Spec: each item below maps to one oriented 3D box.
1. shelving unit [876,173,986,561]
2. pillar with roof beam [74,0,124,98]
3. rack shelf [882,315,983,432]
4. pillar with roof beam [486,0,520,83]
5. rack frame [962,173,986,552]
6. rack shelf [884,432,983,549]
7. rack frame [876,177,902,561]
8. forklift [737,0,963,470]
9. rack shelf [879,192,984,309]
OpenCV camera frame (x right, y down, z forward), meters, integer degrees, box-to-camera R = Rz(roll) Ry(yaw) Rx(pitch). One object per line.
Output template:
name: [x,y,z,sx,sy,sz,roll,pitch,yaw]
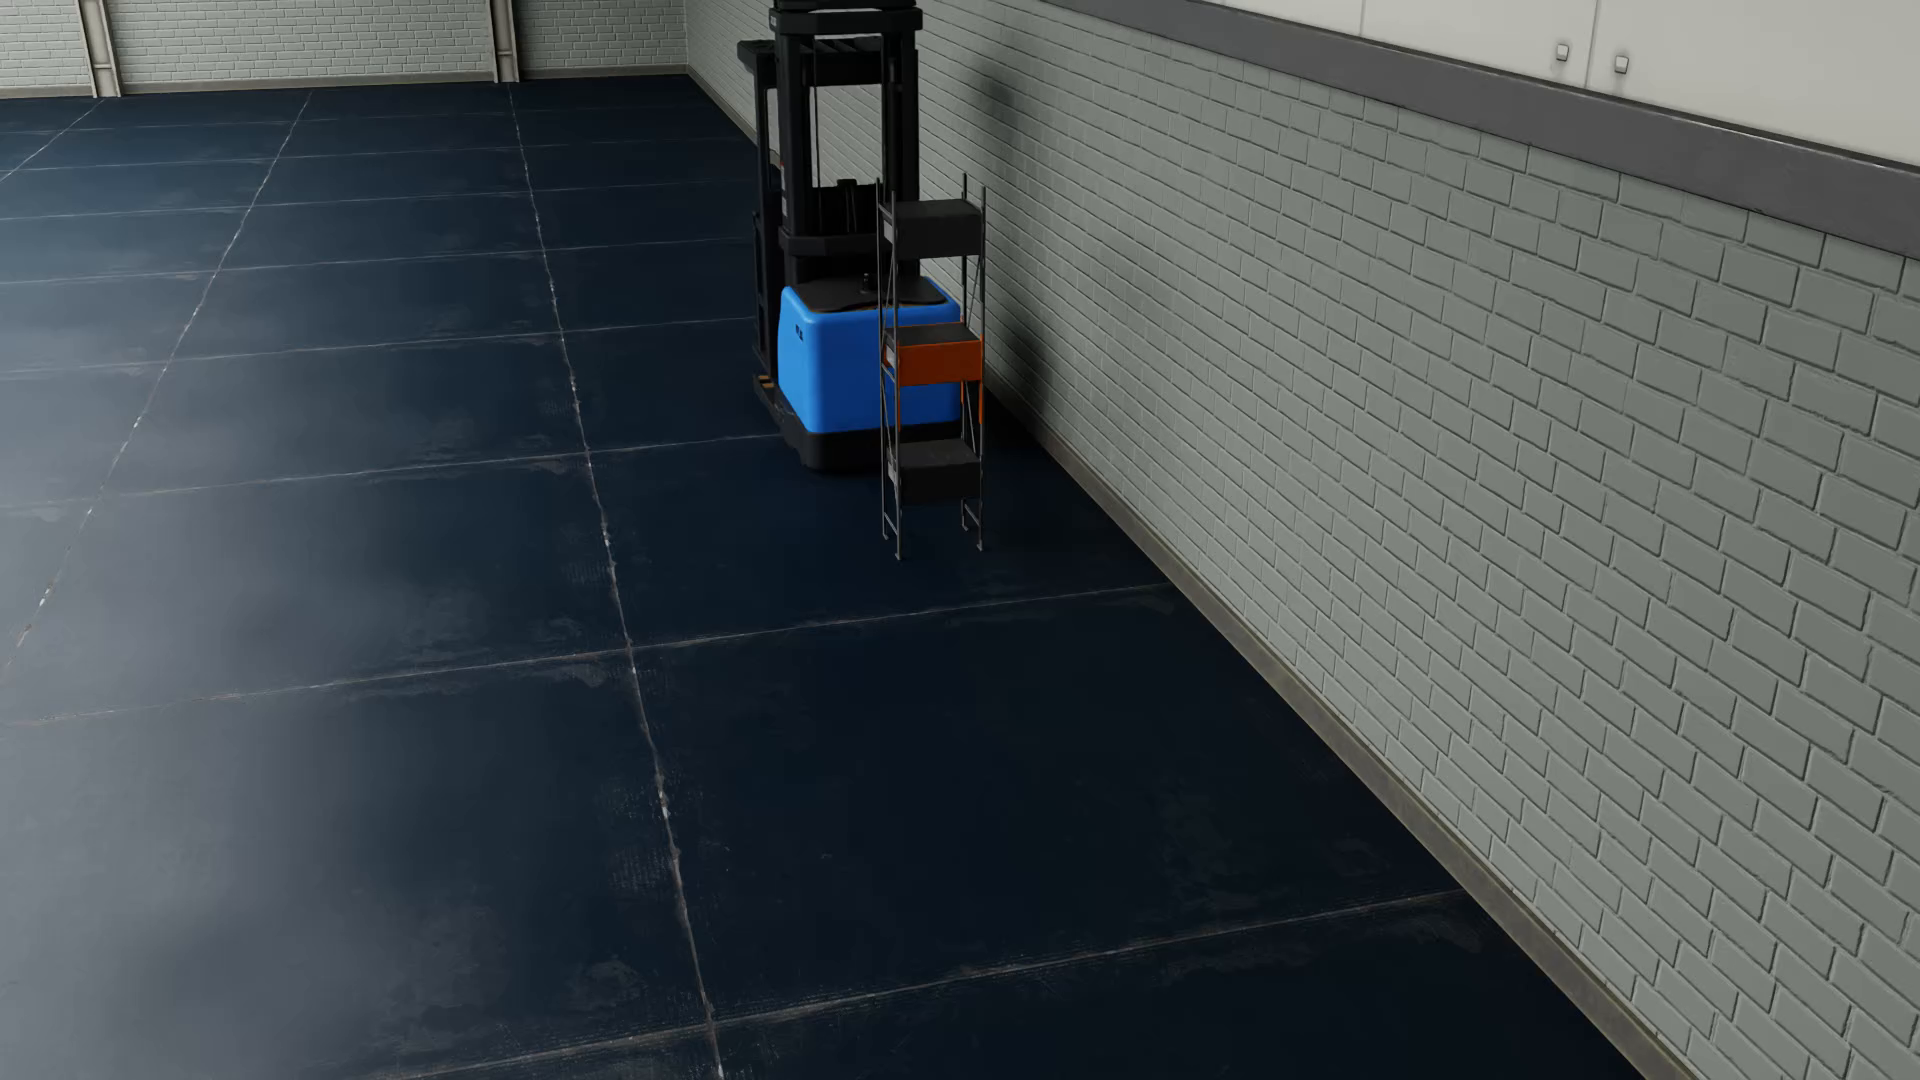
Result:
shelving unit: [-0.159,-0.947,9.295,0.503,2.100,0.431,-6,24,-14]
pillar with roof beam: [-12.057,-9.403,20.252,0.400,9.000,9.100,-6,24,-14]
rack shelf: [-0.159,-0.935,9.300,0.480,0.518,0.431,-6,24,-14]
pillar with roof beam: [-6.280,-10.042,21.741,0.400,9.000,9.100,-6,24,-14]
rack frame: [0.076,-0.973,9.355,0.015,2.100,0.400,-6,24,-14]
rack shelf: [-0.159,-0.291,9.576,0.480,0.518,0.431,-6,24,-14]
rack frame: [-0.394,-0.921,9.234,0.015,2.100,0.400,-6,24,-14]
forklift: [-0.883,-2.351,11.512,1.130,2.935,3.031,-7,24,-15]
rack shelf: [-0.159,-1.578,9.024,0.480,0.518,0.431,-6,24,-14]
